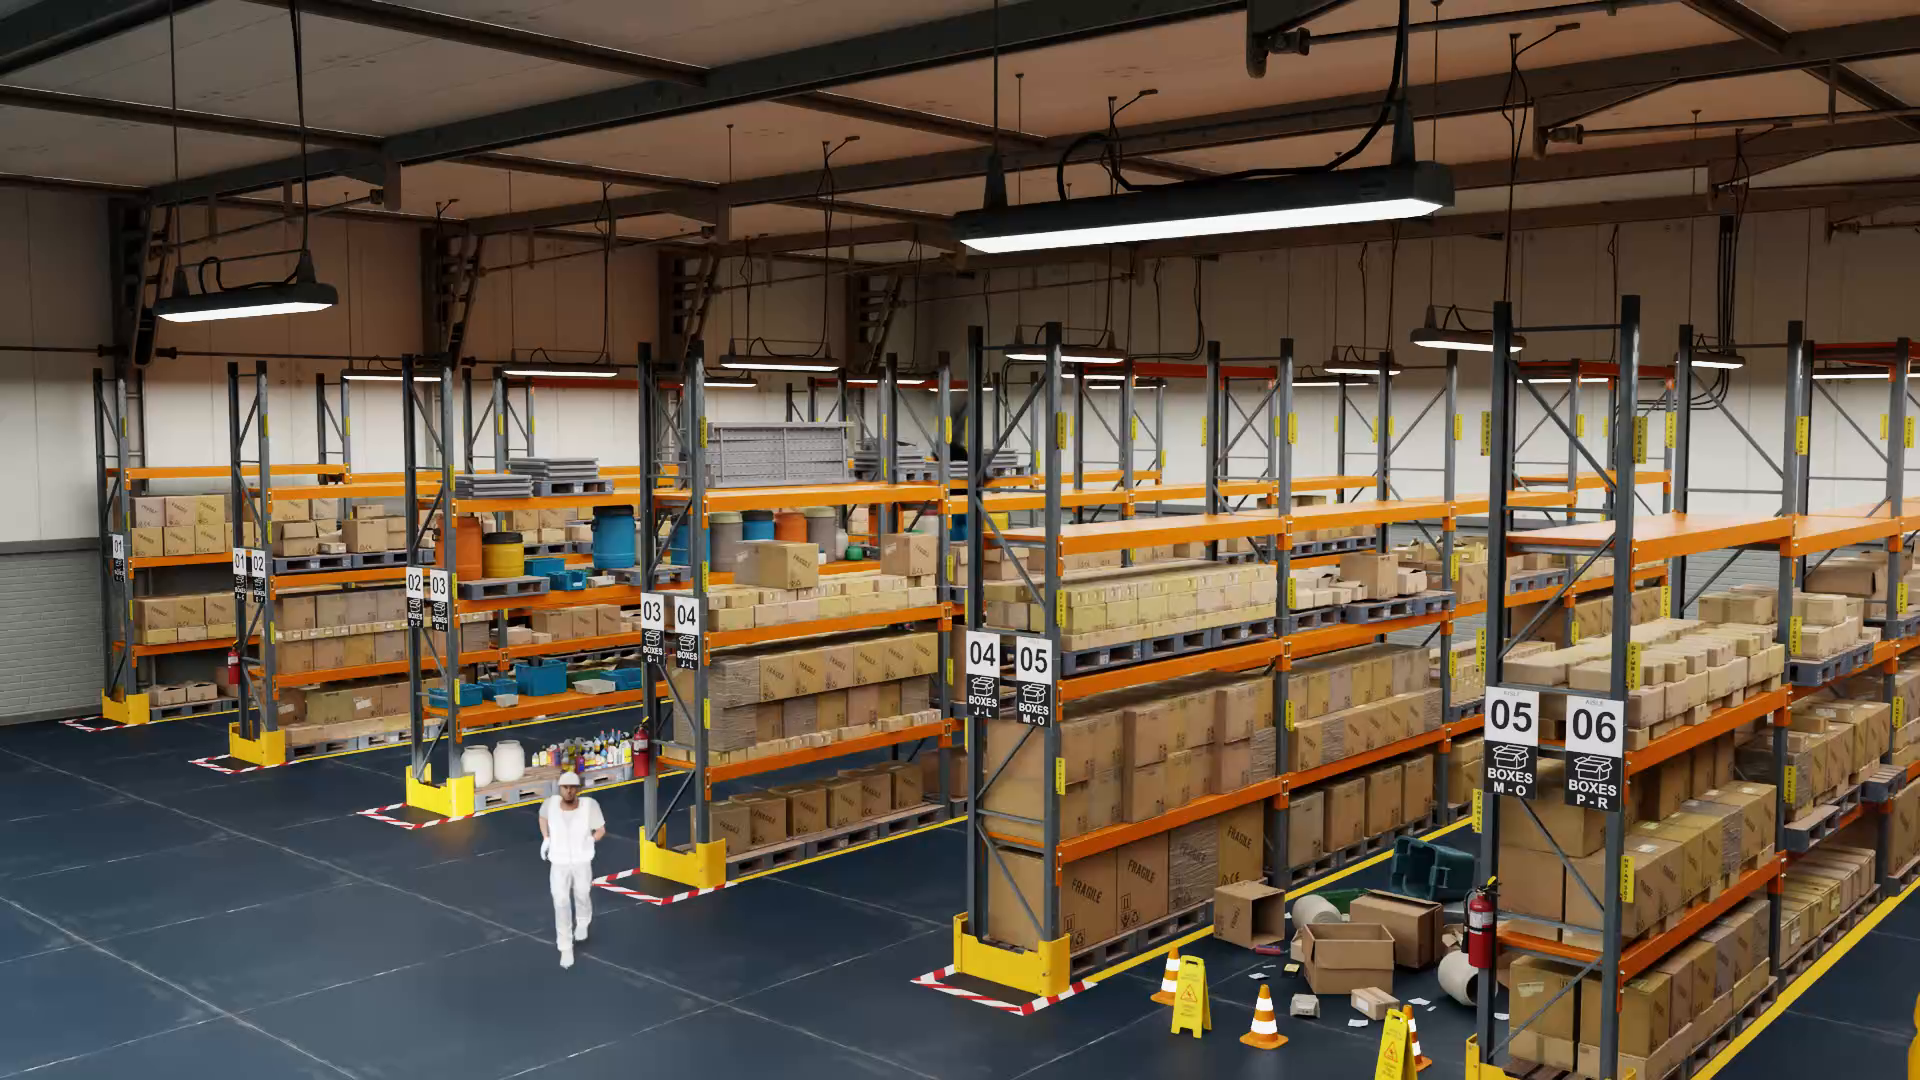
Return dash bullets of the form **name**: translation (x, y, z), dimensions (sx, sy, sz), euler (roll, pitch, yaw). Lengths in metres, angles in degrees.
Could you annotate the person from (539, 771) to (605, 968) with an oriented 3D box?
- **person**: translation (-3.731, 3.102, 16.022), dimensions (0.623, 1.817, 0.929), euler (-1, 4, -13)
